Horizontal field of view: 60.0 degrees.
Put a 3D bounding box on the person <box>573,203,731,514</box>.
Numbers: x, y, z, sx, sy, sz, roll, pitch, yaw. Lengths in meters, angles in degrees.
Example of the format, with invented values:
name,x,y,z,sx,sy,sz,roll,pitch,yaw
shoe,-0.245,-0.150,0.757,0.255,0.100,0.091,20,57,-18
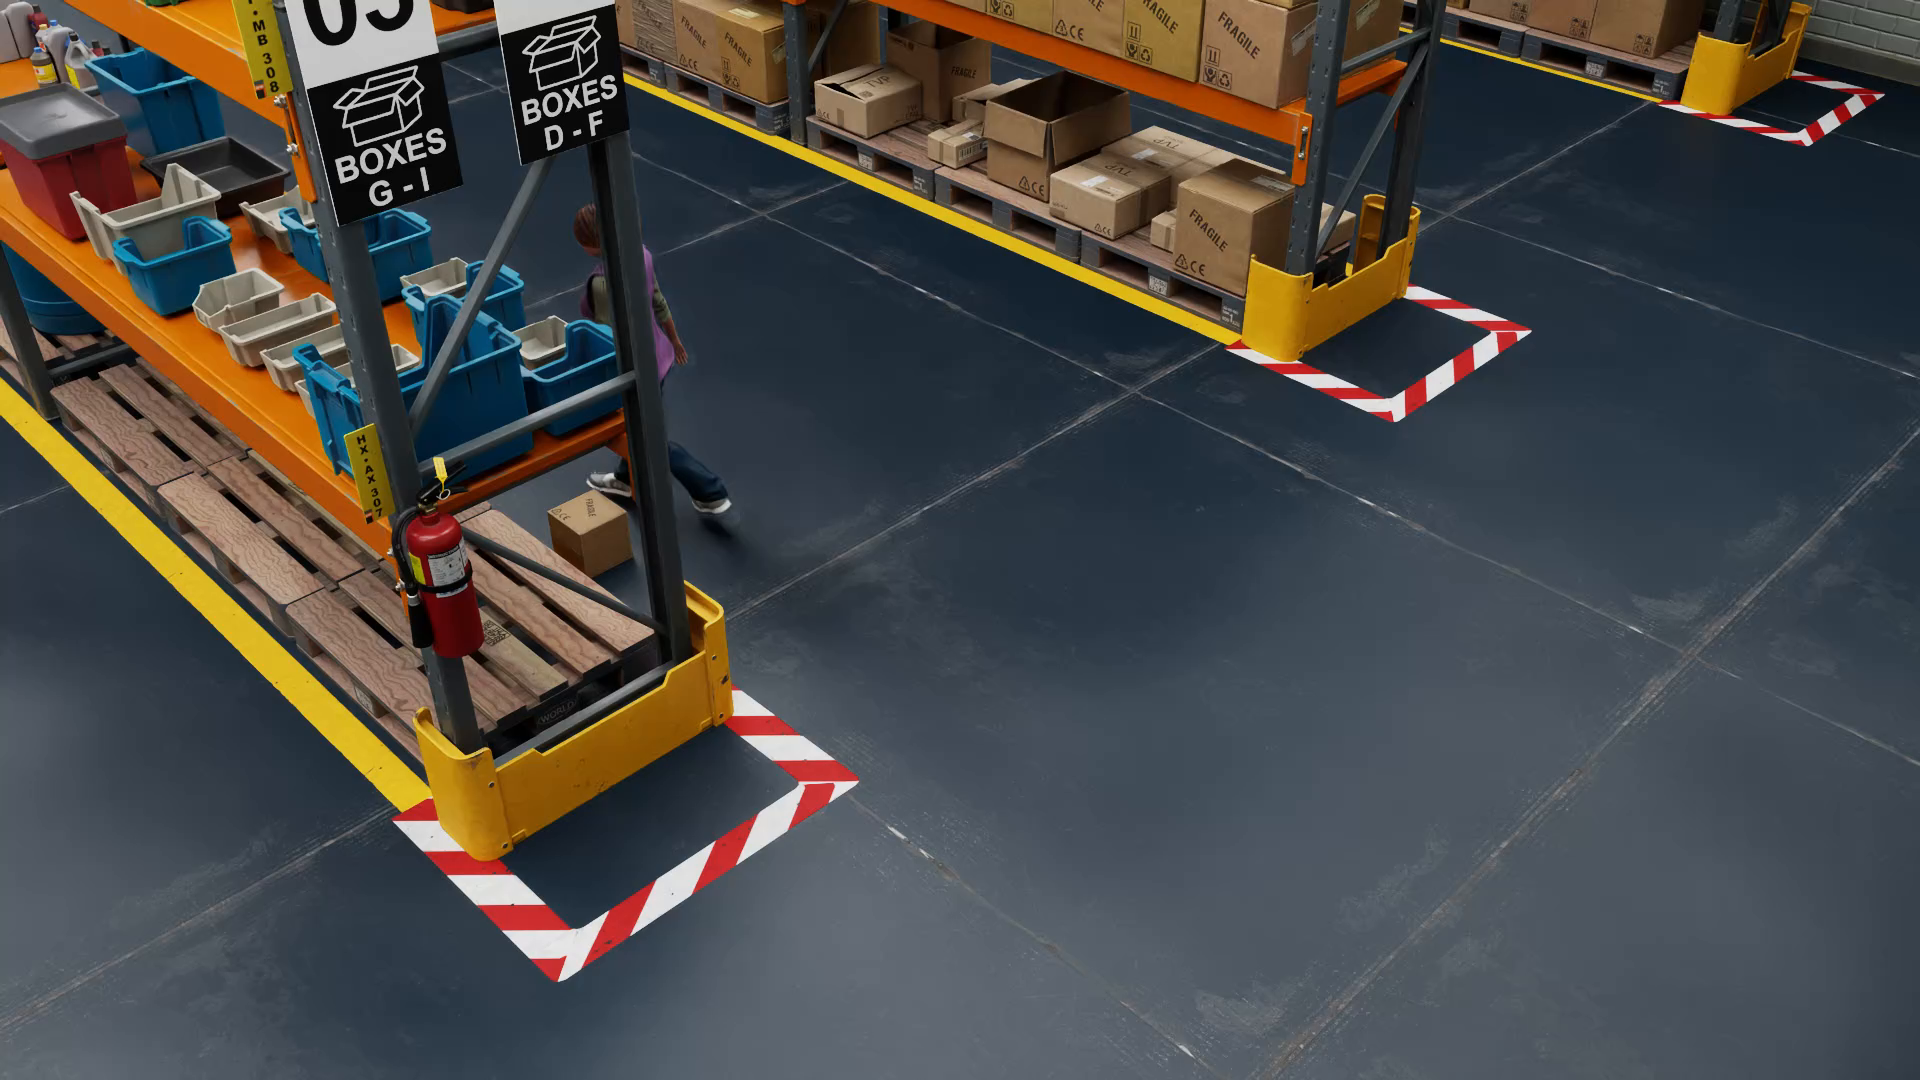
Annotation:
name,x,y,z,sx,sy,sz,roll,pitch,yaw
person,-1.396,-0.755,7.196,0.777,1.553,0.545,8,37,11
